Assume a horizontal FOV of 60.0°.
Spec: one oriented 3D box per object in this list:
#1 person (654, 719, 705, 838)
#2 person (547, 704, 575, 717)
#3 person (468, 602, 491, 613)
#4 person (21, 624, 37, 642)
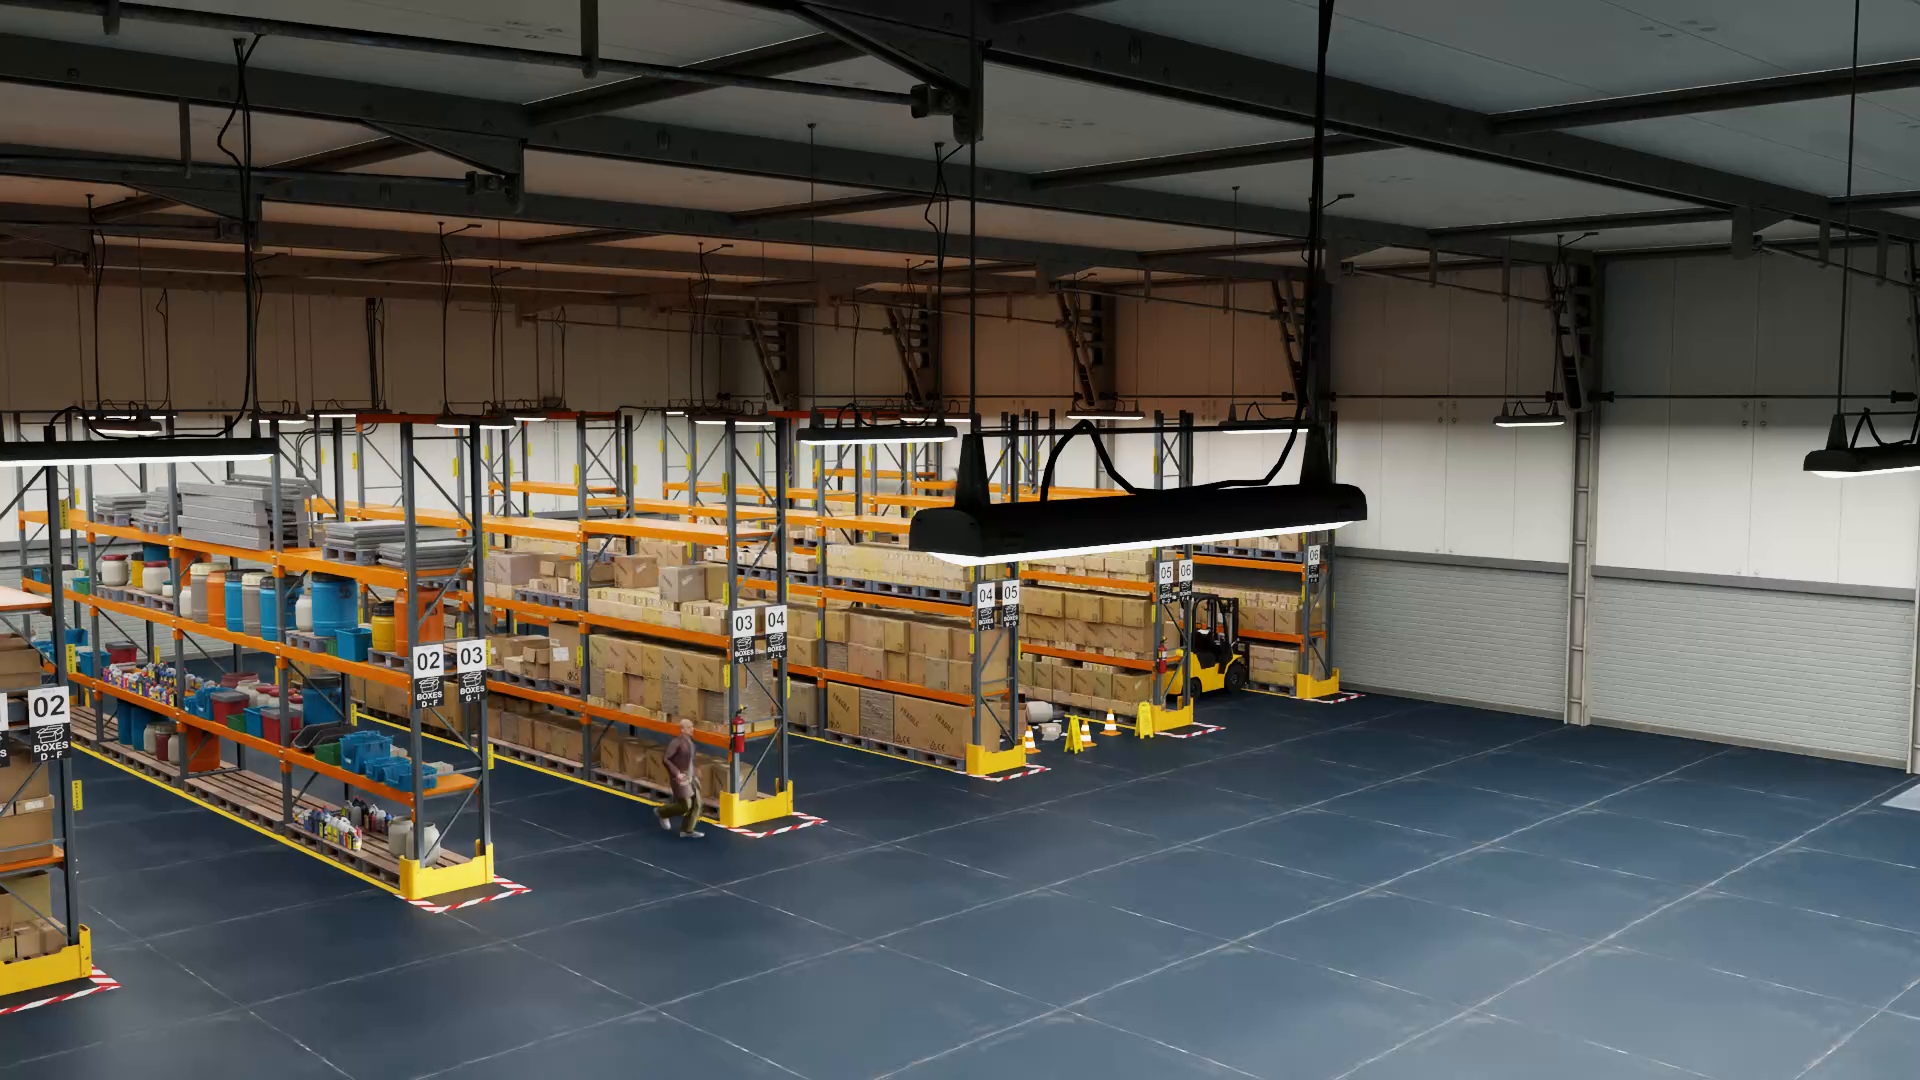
[{"bbox_3d":[-4.029,3.418,23.846,0.773,1.709,0.736,2,5,22],"label":"person"},{"bbox_3d":[-7.694,2.787,32.080,0.875,1.513,0.536,4,7,42],"label":"person"},{"bbox_3d":[-11.730,1.927,40.614,0.658,1.758,0.790,1,5,11],"label":"person"},{"bbox_3d":[-19.118,2.564,33.947,0.662,1.699,0.583,-2,5,-21],"label":"person"}]
